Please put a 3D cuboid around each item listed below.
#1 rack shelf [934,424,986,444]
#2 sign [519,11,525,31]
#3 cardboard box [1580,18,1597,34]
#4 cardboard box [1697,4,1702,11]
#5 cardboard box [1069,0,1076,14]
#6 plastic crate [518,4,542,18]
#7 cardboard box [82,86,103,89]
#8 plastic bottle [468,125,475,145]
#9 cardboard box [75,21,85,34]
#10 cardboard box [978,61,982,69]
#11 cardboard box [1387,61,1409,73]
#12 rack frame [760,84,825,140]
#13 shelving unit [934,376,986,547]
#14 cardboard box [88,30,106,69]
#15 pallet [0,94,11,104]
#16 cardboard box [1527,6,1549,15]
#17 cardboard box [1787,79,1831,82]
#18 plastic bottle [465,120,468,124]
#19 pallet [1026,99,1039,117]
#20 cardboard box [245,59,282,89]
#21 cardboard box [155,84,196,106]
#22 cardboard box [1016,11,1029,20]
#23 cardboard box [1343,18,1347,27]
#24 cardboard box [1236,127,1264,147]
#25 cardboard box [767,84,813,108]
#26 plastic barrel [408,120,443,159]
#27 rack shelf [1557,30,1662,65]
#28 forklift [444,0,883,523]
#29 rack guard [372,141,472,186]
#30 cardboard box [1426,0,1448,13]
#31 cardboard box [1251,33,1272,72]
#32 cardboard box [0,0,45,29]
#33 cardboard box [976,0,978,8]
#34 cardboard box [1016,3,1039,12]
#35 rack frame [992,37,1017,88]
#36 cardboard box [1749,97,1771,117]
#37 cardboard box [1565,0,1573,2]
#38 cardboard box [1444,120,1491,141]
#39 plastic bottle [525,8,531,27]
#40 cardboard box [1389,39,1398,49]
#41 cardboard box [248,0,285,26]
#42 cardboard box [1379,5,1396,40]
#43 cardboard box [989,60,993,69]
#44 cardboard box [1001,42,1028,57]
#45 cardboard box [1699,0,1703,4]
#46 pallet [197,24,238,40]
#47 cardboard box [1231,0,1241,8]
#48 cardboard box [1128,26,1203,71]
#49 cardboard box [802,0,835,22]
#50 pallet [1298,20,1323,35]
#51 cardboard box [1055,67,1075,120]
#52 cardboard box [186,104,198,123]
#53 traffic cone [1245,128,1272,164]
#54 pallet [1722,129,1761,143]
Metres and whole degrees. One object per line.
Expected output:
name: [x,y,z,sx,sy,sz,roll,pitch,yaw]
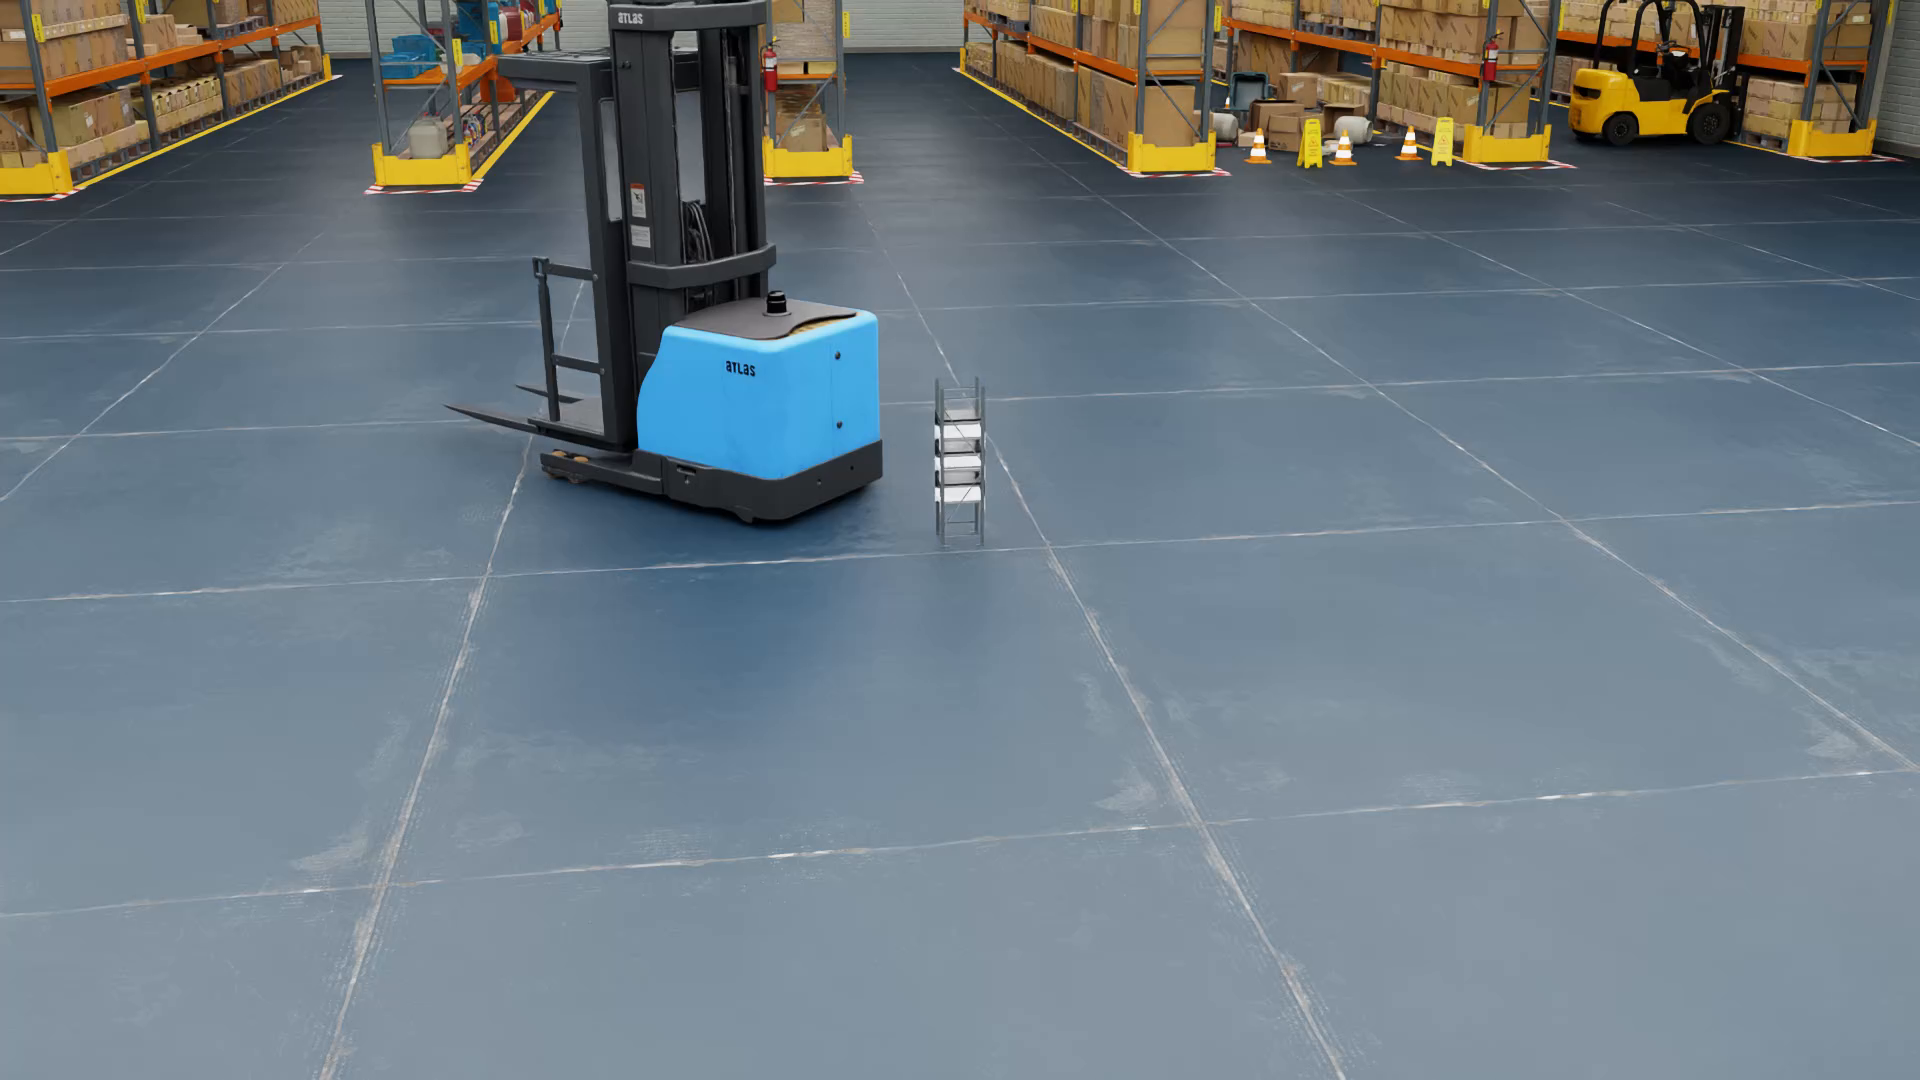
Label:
rack shelf: [-0.001,-0.562,9.015,0.258,0.077,0.200,-3,21,-8]
sign: [-7.540,-8.920,28.578,0.100,0.325,0.005,-3,21,-8]
cardboard box: [11.507,-9.226,29.845,0.500,0.250,0.500,-4,21,-10]
cardboard box: [12.002,-8.478,26.559,0.380,0.149,0.250,-3,21,-8]
cardboard box: [2.164,-8.758,26.806,0.700,0.500,0.500,-3,21,-9]
plastic crate: [-8.698,-10.709,33.684,0.437,0.282,0.530,-3,21,-8]
cardboard box: [-12.652,-6.263,23.957,0.500,0.500,0.500,-3,21,-8]
plastic bottle: [-6.932,-5.734,23.551,0.097,0.271,0.097,0,20,0]
cardboard box: [-11.896,-6.825,22.131,0.380,0.149,0.250,-3,21,-7]
cardboard box: [0.582,-10.177,35.651,0.380,0.149,0.250,-3,21,-8]
cardboard box: [6.978,-7.478,26.280,0.380,0.149,0.250,-3,21,-7]
rack frame: [-2.605,-7.678,25.487,1.000,3.000,0.127,-3,21,-8]
shelving unit: [-0.001,-0.424,9.066,0.258,0.900,0.210,-3,21,-8]
cardboard box: [-12.188,-6.717,22.771,0.700,0.500,0.500,-3,21,-7]
pallet: [-18.278,-8.129,30.679,1.003,0.211,1.213,-3,21,-8]
cardboard box: [11.061,-10.102,31.734,0.380,0.149,0.250,-3,21,-7]
cardboard box: [12.731,-6.770,24.957,0.500,0.250,0.500,-3,21,-8]
plastic bottle: [-7.152,-5.961,24.143,0.061,0.283,0.133,-3,21,-8]
pallet: [1.780,-7.695,29.518,1.003,0.211,1.213,-3,21,-8]
cardboard box: [-13.207,-8.828,31.510,0.500,0.500,0.500,-3,21,-8]
cardboard box: [-12.445,-7.039,26.304,0.500,0.311,0.500,-2,21,-6]
cardboard box: [1.215,-9.505,30.136,0.380,0.149,0.250,-3,21,-7]
cardboard box: [6.721,-8.775,28.183,0.380,0.149,0.250,-3,21,-8]
cardboard box: [4.388,-6.110,25.196,0.396,0.266,0.258,1,20,2]
cardboard box: [-2.804,-7.287,27.382,0.700,0.500,0.500,-5,21,-12]
plastic barrel: [-7.101,-5.299,22.071,0.421,0.512,0.421,0,20,0]
rack shelf: [11.824,-8.785,29.479,1.077,0.370,4.000,-3,21,-8]
forklift: [-1.968,-1.852,9.986,3.031,2.935,1.130,14,24,32]
rack guard: [-6.988,-4.896,21.611,1.175,0.500,0.348,-3,21,-8]
cardboard box: [7.247,-7.960,24.245,0.700,0.500,0.500,-3,21,-8]
cardboard box: [6.354,-9.626,33.139,0.875,0.875,0.875,-2,21,-6]
cardboard box: [-11.895,-6.630,20.683,0.700,0.500,0.500,-3,21,-8]
cardboard box: [0.619,-11.534,35.244,0.500,0.500,0.500,-3,21,-9]
cardboard box: [1.219,-9.645,30.086,0.380,0.149,0.250,-2,21,-7]
rack frame: [1.164,-10.663,33.479,1.000,3.000,0.127,-3,21,-8]
cardboard box: [12.248,-6.514,24.986,0.500,0.250,0.500,-3,21,-8]
cardboard box: [11.330,-9.948,30.493,0.380,0.149,0.250,-2,21,-7]
cardboard box: [7.391,-5.976,24.260,0.500,0.250,0.500,-3,21,-8]
plastic bottle: [-8.204,-9.873,31.435,0.144,0.351,0.185,-3,21,-8]
cardboard box: [7.017,-7.850,26.306,0.380,0.149,0.250,-2,21,-6]
cardboard box: [-13.366,-10.187,32.060,0.500,0.500,0.500,-2,21,-6]
cardboard box: [6.989,-8.198,26.310,0.500,0.500,0.500,-3,21,-8]
cardboard box: [0.804,-9.757,34.101,0.380,0.149,0.250,-3,21,-7]
cardboard box: [1.088,-9.587,32.497,0.500,0.250,0.500,-2,21,-6]
cardboard box: [12.037,-8.621,26.515,0.380,0.149,0.250,-3,21,-9]
pallet: [-13.153,-8.706,28.513,1.213,0.211,1.003,-3,21,-8]
cardboard box: [5.832,-10.945,33.734,0.500,0.250,0.500,-4,21,-9]
cardboard box: [2.796,-6.705,22.666,0.875,0.550,0.550,-3,21,-8]
cardboard box: [-1.838,-7.152,22.081,0.500,0.500,0.500,-3,21,-8]
pallet: [6.833,-9.232,29.920,1.213,0.211,1.003,-3,21,-8]
cardboard box: [2.139,-7.247,26.946,1.050,0.750,0.750,-3,21,-8]
cardboard box: [-12.444,-6.773,26.393,0.500,0.250,0.500,-3,21,-7]
traffic cone: [4.223,-5.575,23.483,0.336,0.463,0.334,-3,21,-8]
pallet: [12.365,-6.423,26.110,1.003,0.211,1.213,-3,21,-8]
